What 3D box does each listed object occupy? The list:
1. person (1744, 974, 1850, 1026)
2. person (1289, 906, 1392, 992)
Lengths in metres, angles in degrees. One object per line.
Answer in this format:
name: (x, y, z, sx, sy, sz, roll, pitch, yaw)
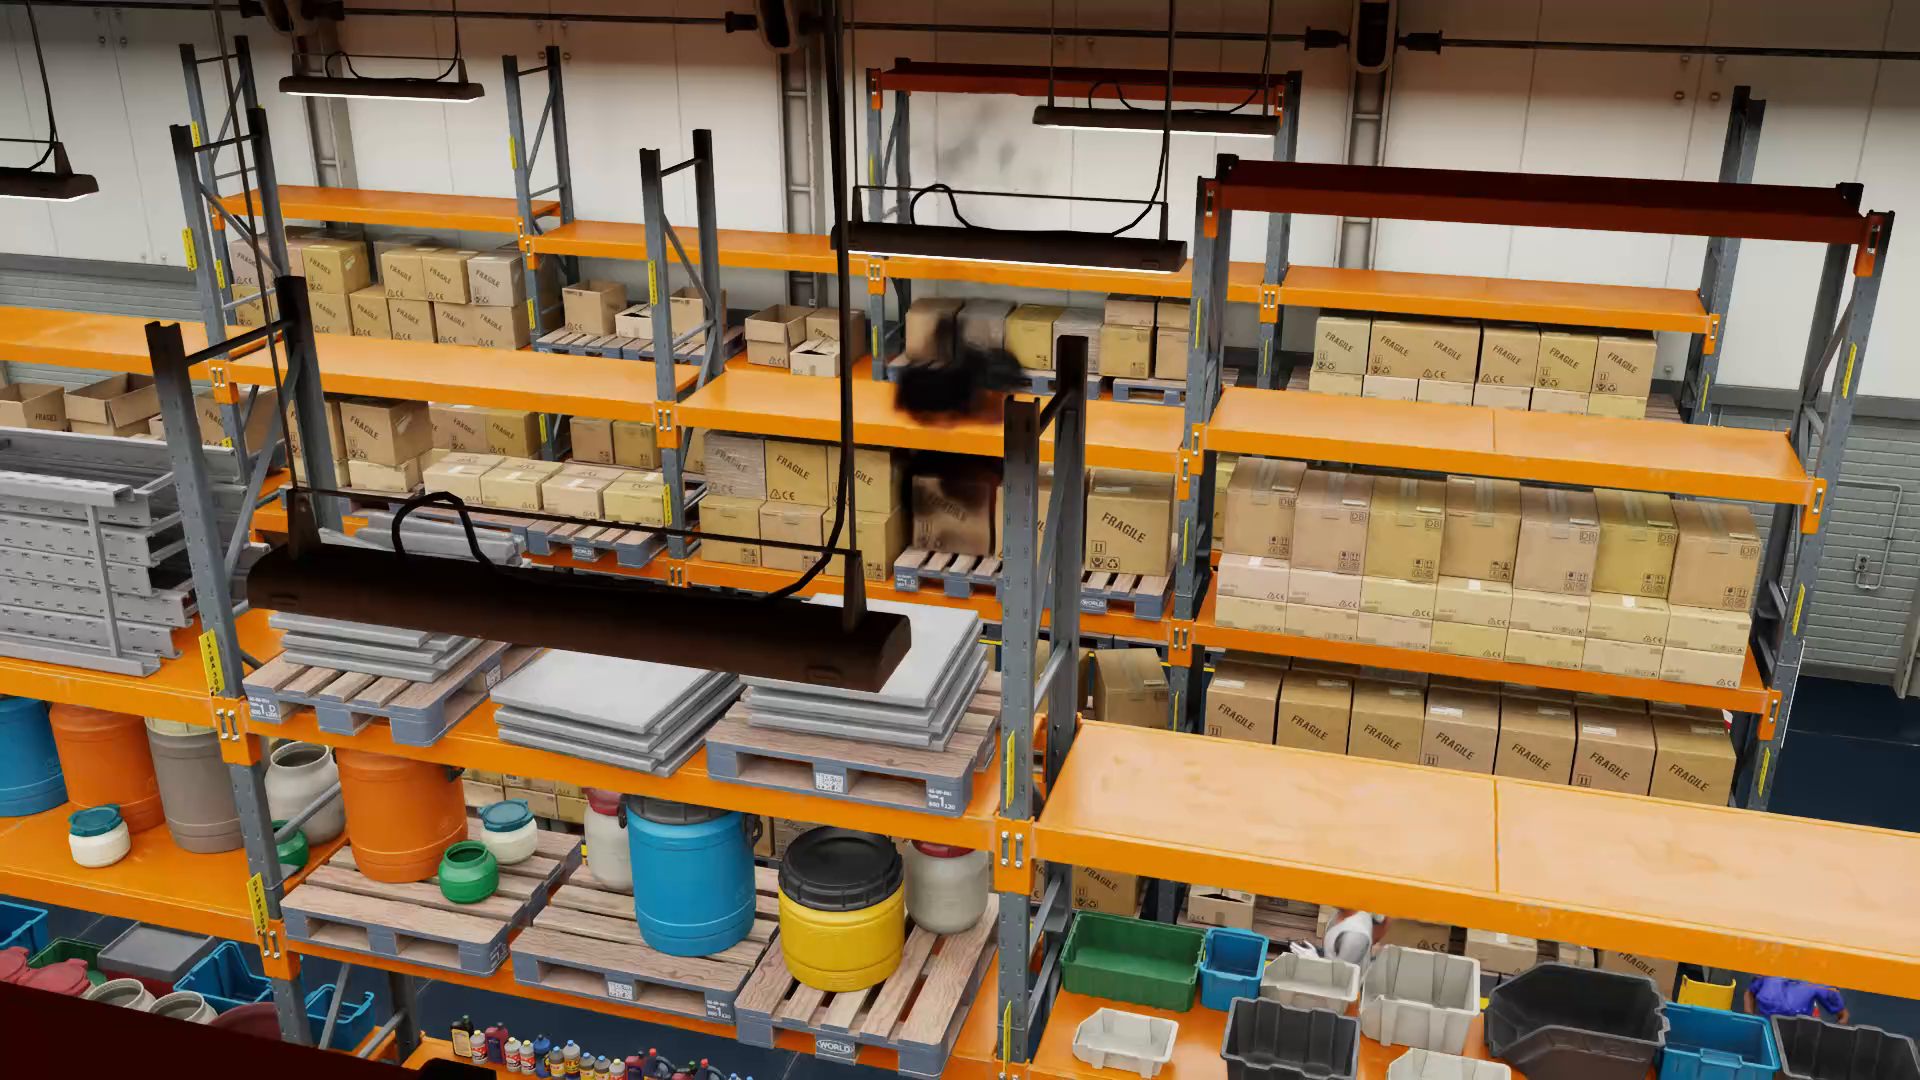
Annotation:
person: (5.283, 3.289, 10.734, 0.790, 1.624, 0.608, -14, 27, -31)
person: (2.578, 2.942, 10.953, 0.984, 1.757, 0.660, 3, 23, 8)
